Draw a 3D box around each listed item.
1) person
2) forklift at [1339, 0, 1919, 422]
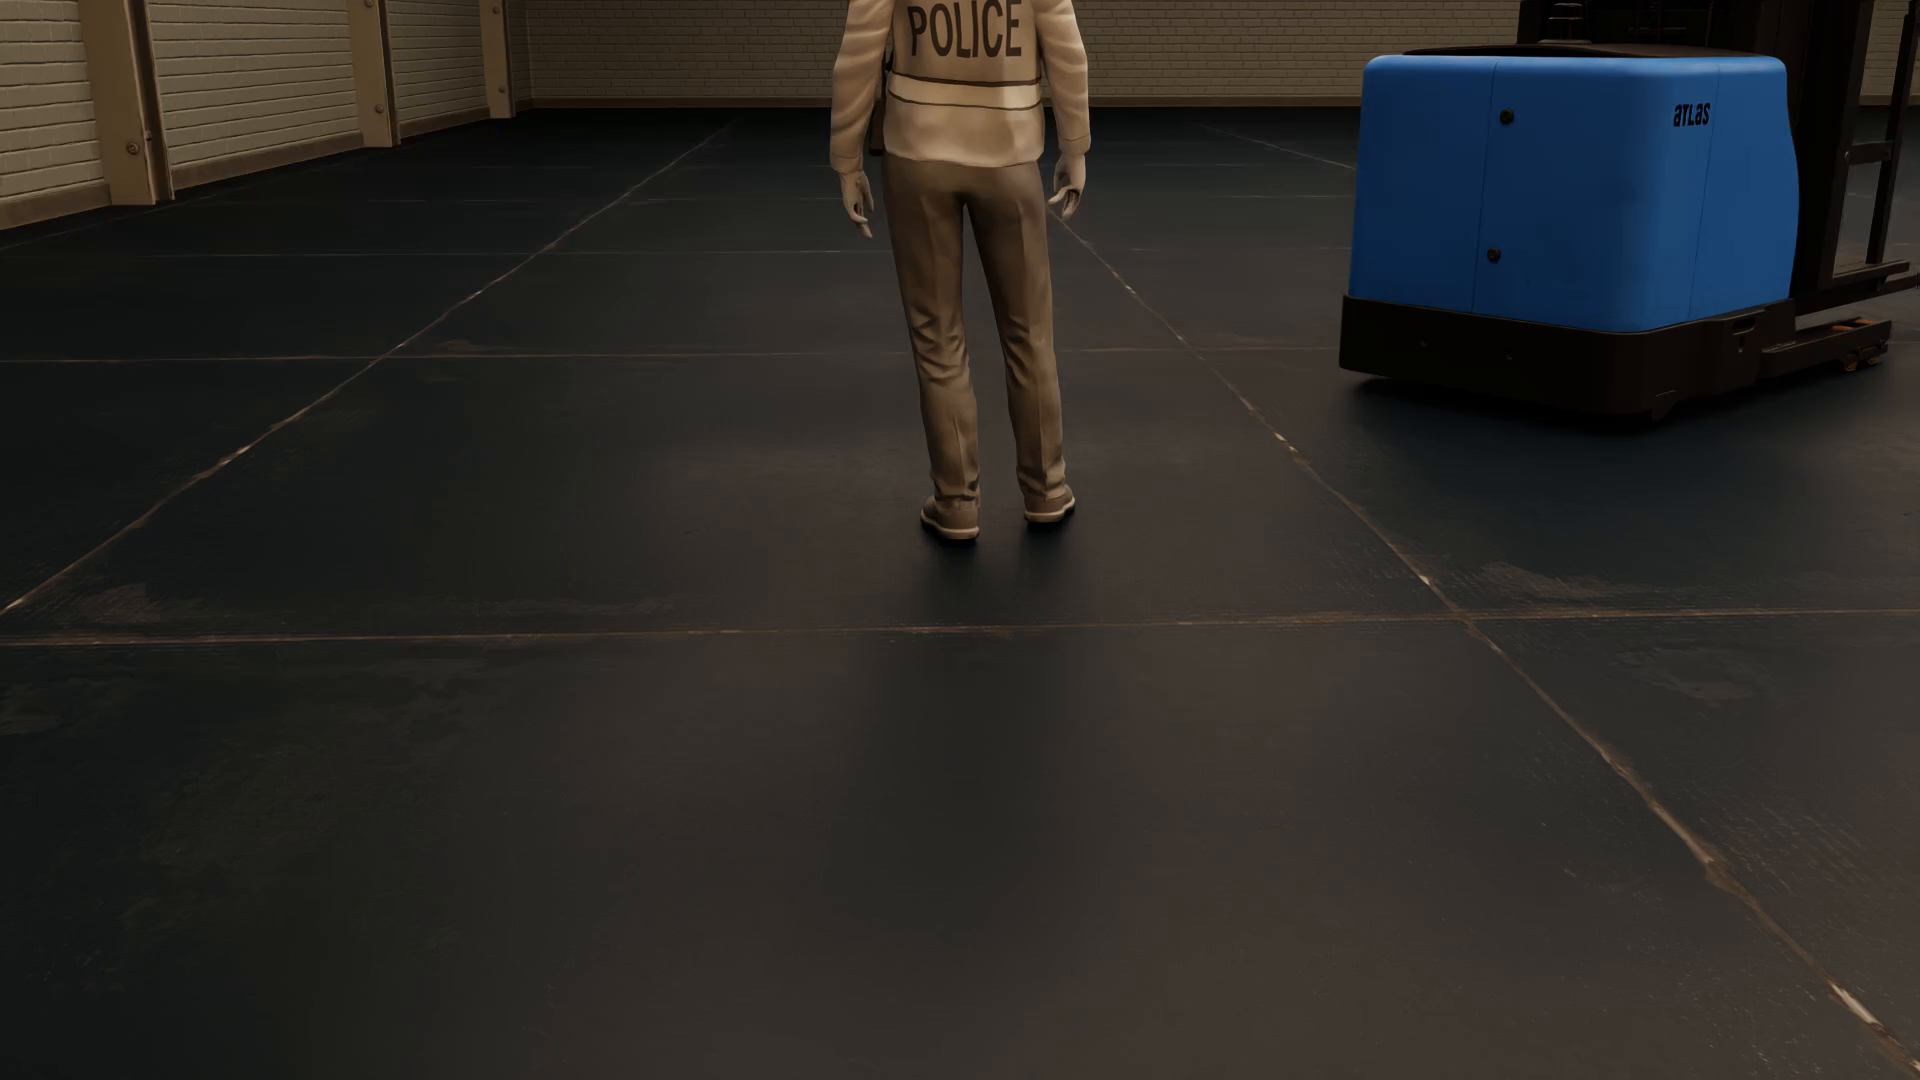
[{"bbox_3d":[0.004,-0.837,3.734,0.586,1.695,0.531,-1,17,-3],"label":"person"},{"bbox_3d":[2.711,-2.093,5.750,3.031,2.935,1.130,-14,22,-39],"label":"forklift"}]
